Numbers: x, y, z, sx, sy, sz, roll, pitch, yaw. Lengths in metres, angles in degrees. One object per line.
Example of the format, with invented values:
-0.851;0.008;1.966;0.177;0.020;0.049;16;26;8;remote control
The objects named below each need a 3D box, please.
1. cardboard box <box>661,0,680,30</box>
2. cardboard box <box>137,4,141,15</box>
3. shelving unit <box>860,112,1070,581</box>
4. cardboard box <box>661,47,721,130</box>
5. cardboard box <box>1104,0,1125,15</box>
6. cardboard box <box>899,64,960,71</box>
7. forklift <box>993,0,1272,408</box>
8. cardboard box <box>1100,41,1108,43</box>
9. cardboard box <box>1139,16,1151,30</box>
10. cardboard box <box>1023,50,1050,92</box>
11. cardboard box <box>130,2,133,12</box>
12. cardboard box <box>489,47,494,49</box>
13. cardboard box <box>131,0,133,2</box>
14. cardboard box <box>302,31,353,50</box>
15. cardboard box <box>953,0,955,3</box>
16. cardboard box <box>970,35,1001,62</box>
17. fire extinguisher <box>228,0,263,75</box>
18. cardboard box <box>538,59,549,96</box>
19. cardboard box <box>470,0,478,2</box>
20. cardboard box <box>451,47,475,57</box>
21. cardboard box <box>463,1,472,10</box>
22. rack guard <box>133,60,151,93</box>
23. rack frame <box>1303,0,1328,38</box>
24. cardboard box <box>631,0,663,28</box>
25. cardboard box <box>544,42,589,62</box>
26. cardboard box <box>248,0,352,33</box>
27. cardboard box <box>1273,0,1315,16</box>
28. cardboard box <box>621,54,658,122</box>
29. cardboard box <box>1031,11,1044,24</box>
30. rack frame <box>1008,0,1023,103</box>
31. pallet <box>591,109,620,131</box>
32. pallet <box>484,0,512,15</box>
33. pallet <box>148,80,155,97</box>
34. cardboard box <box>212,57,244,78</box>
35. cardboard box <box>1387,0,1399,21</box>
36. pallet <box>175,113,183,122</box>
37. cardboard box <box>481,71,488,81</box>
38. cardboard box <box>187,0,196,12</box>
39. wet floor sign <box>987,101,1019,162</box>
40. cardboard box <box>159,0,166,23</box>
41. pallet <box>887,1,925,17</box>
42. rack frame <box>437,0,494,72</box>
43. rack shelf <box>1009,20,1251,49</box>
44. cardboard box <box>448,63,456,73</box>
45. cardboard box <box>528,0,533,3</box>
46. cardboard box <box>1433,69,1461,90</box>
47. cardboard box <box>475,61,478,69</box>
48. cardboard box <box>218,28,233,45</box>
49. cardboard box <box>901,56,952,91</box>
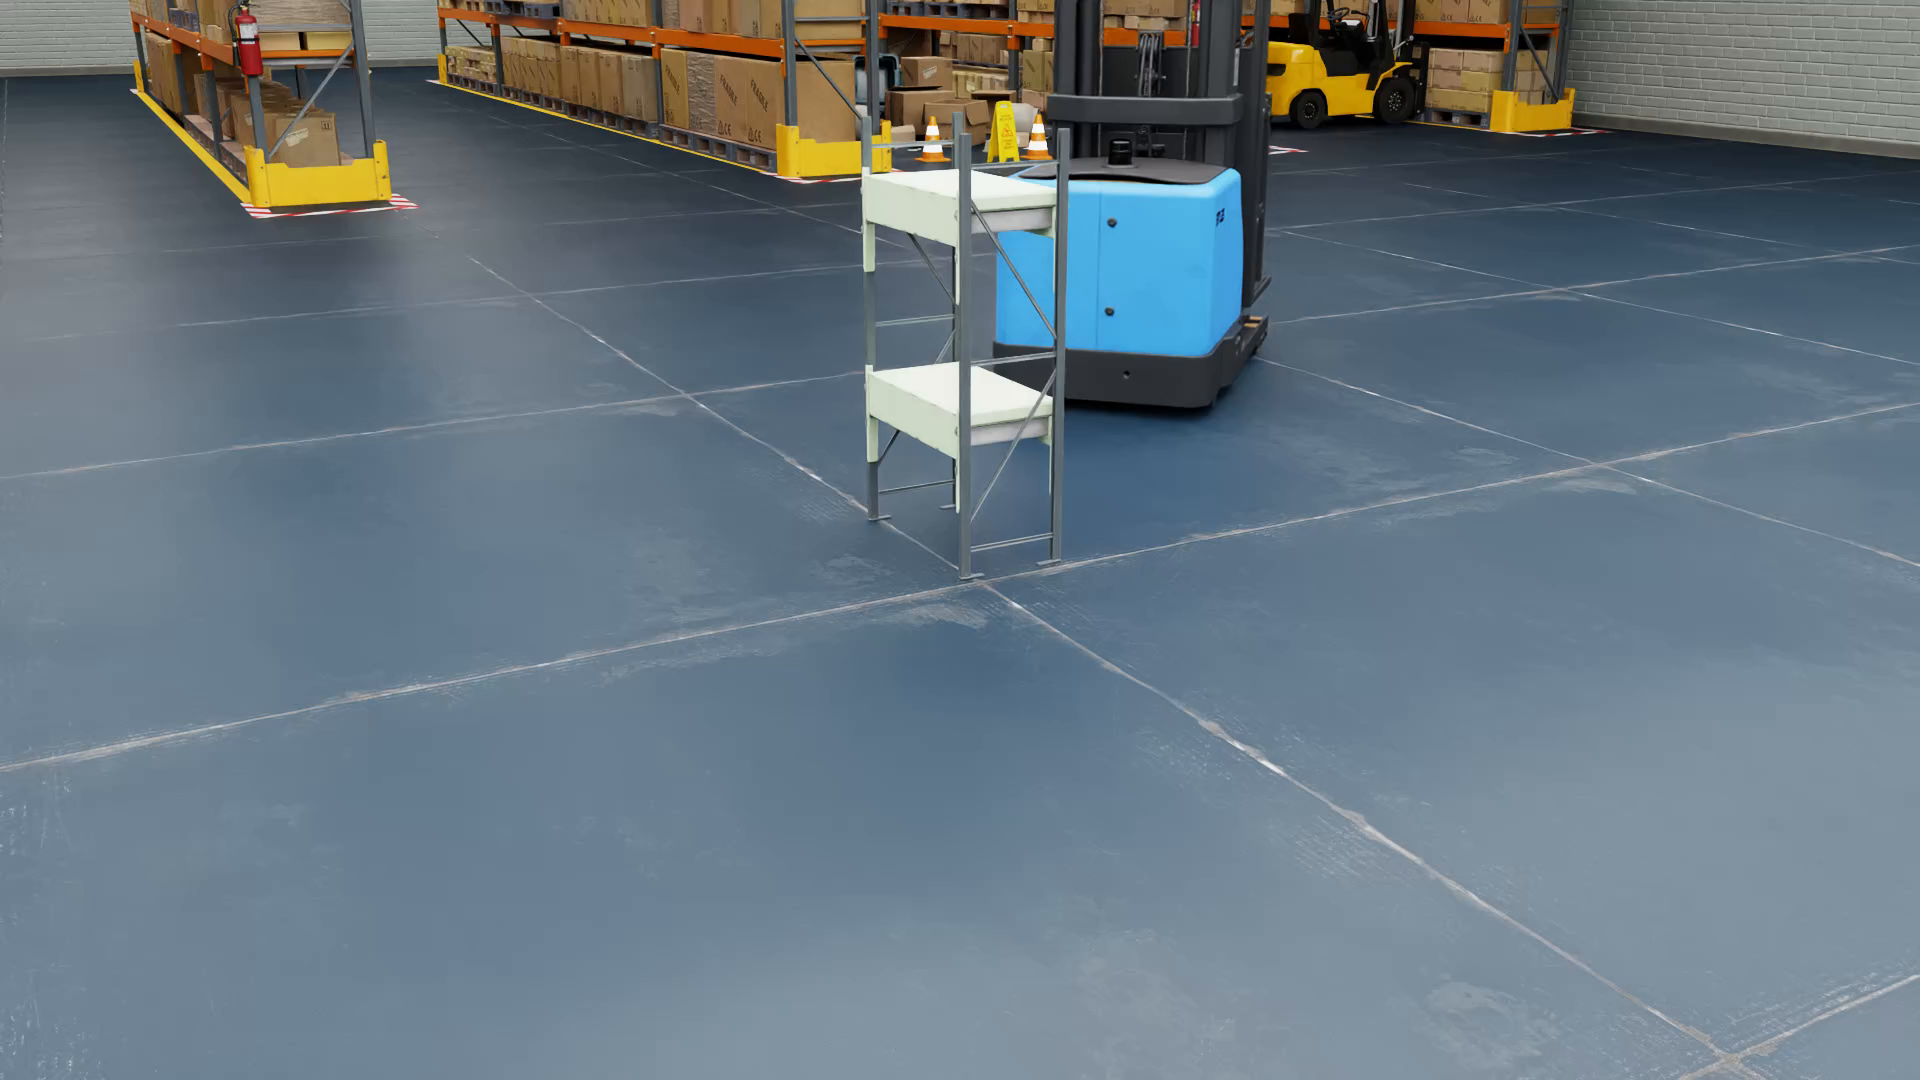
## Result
-3.004;-6.301;19.564;0.875;0.550;0.550;-10;21;-27;cardboard box
-12.445;-8.179;25.620;0.380;0.149;0.250;-10;22;-28;cardboard box
0.003;-0.707;5.881;0.431;1.500;0.755;-10;21;-27;shelving unit
-2.953;-5.337;19.614;0.875;0.875;0.875;-10;21;-26;cardboard box
2.049;-6.572;19.968;0.500;0.500;0.500;-10;21;-27;cardboard box
-0.521;-7.071;25.410;0.950;0.372;0.625;-12;22;-30;cardboard box
1.090;-2.441;8.712;1.130;2.935;3.031;6;20;17;forklift
2.681;-8.785;29.185;0.380;0.149;0.250;-10;22;-27;cardboard box
2.331;-6.070;19.508;0.380;0.149;0.250;-10;22;-28;cardboard box
1.161;-6.172;21.842;0.500;0.500;0.500;-9;21;-24;cardboard box
-13.300;-8.695;27.116;0.380;0.149;0.250;-10;22;-27;cardboard box
-8.043;-8.579;29.209;0.380;0.149;0.250;-11;22;-29;cardboard box
-13.058;-8.782;26.757;0.500;0.250;0.500;-10;22;-27;cardboard box
-5.629;-4.447;14.805;0.380;0.149;0.250;-10;21;-27;cardboard box
0.125;-7.702;23.593;0.380;0.149;0.250;-11;22;-29;cardboard box
0.529;-9.753;32.985;0.500;0.500;0.500;-10;21;-26;cardboard box
-6.055;-4.306;14.131;0.296;0.674;0.183;-10;21;-27;fire extinguisher
-5.875;-6.798;24.421;0.500;0.500;0.500;-9;21;-24;cardboard box
-7.713;-9.063;27.189;0.500;0.500;0.500;-11;22;-28;cardboard box
-8.695;-8.556;29.142;0.380;0.149;0.250;-10;21;-27;cardboard box
-8.136;-8.996;27.987;0.380;0.149;0.250;-10;21;-26;cardboard box
-13.313;-7.865;28.159;1.175;0.500;0.348;-10;21;-27;rack guard
5.485;-7.900;24.427;1.000;3.000;0.127;-10;21;-27;rack frame
-3.673;-6.490;20.188;0.500;0.500;0.500;-10;21;-27;cardboard box
-5.645;-7.010;23.886;0.500;0.250;0.500;-11;22;-28;cardboard box
-5.941;-4.797;14.825;0.875;0.500;0.500;-10;21;-27;cardboard box
5.016;-7.933;24.754;0.500;0.250;0.500;-9;21;-25;cardboard box
-3.564;-5.634;20.665;1.050;0.750;0.750;-10;21;-27;cardboard box
1.151;-6.807;21.644;0.380;0.149;0.250;-9;21;-25;cardboard box
1.118;-7.130;22.196;1.000;3.000;0.127;-10;21;-27;rack frame
-4.206;-5.577;21.969;1.003;0.211;1.213;-10;21;-27;pallet
-6.754;-8.298;25.876;1.003;0.211;1.213;-10;21;-27;pallet
-12.853;-7.504;27.556;1.003;0.211;1.213;-10;21;-27;pallet
-8.897;-5.786;20.308;0.500;0.250;0.500;-7;20;-21;cardboard box
6.190;-7.340;22.650;0.500;0.500;0.500;-10;21;-26;cardboard box
-10.386;-6.013;23.234;1.003;0.211;1.213;-10;21;-27;pallet
-7.707;-7.695;27.560;0.380;0.149;0.250;-11;22;-28;cardboard box
-8.507;-6.326;19.063;0.797;0.503;0.637;-8;20;-21;cardboard box
0.466;-4.372;17.811;0.267;0.644;0.232;-14;24;-36;wet floor sign
-10.186;-7.038;21.776;0.500;0.500;0.500;-10;22;-27;cardboard box
-0.349;-8.000;25.010;1.213;0.211;1.003;-10;21;-27;pallet
-8.888;-9.779;29.873;1.000;3.000;0.127;-10;21;-27;rack frame
2.068;-6.216;20.650;1.077;0.370;4.000;-10;21;-27;rack shelf
-8.921;-8.430;29.690;0.380;0.149;0.250;-10;21;-26;cardboard box
-5.967;-7.778;23.816;0.380;0.149;0.250;-10;21;-26;cardboard box
6.650;-6.124;22.085;0.500;0.250;0.500;-10;22;-27;cardboard box
-7.981;-8.051;28.135;0.380;0.149;0.250;-11;22;-29;cardboard box
-6.825;-4.792;15.806;0.380;0.149;0.250;-10;21;-27;cardboard box
-0.434;-6.022;21.657;0.500;0.500;0.500;-10;21;-27;cardboard box
